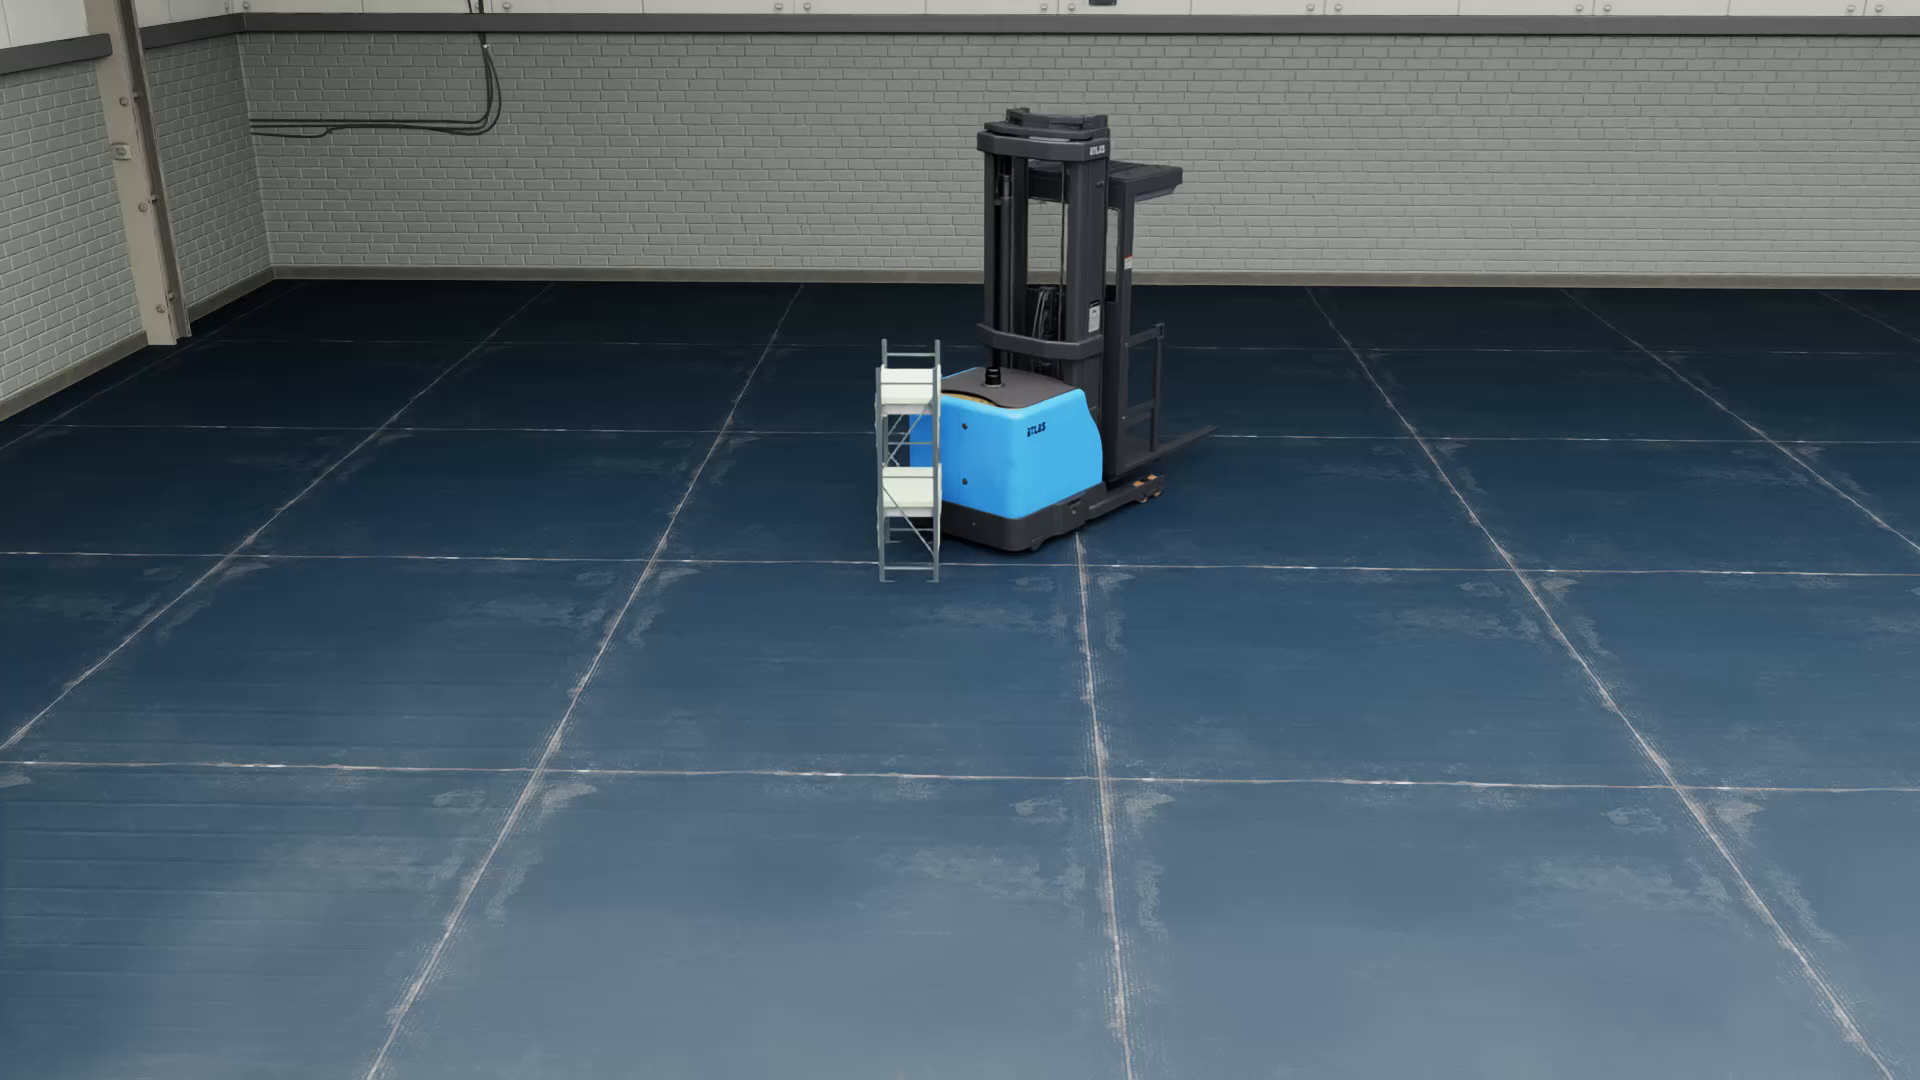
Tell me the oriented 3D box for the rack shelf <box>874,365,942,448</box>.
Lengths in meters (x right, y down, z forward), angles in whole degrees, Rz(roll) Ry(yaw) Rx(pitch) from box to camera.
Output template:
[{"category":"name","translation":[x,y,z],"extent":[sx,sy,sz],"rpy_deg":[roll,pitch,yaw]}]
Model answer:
[{"category":"rack shelf","translation":[-0.341,-0.908,11.216],"extent":[0.431,0.370,0.720],"rpy_deg":[0,21,1]}]

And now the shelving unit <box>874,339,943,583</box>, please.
[{"category":"shelving unit","translation":[-0.341,-0.544,11.358],"extent":[0.431,1.500,0.755],"rpy_deg":[0,21,1]}]

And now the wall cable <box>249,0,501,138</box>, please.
[{"category":"wall cable","translation":[-6.883,-5.894,19.073],"extent":[3.097,2.526,0.112],"rpy_deg":[1,21,2]}]

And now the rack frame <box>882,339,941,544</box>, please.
[{"category":"rack frame","translation":[-0.338,-0.676,11.699],"extent":[0.400,1.500,0.023],"rpy_deg":[0,21,1]}]

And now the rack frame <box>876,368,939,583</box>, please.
[{"category":"rack frame","translation":[-0.345,-0.412,11.016],"extent":[0.400,1.500,0.023],"rpy_deg":[0,21,1]}]

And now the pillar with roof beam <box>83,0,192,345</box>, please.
[{"category":"pillar with roof beam","translation":[-3.992,-6.244,15.681],"extent":[9.100,9.000,0.400],"rpy_deg":[1,21,2]}]

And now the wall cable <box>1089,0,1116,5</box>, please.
[{"category":"wall cable","translation":[2.605,-8.817,17.612],"extent":[2.305,6.003,0.169],"rpy_deg":[1,21,2]}]

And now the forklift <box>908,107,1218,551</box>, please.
[{"category":"forklift","translation":[0.937,-1.750,12.487],"extent":[1.130,2.935,3.031],"rpy_deg":[16,27,36]}]

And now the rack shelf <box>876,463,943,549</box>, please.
[{"category":"rack shelf","translation":[-0.341,-0.240,11.476],"extent":[0.431,0.370,0.720],"rpy_deg":[0,21,1]}]
